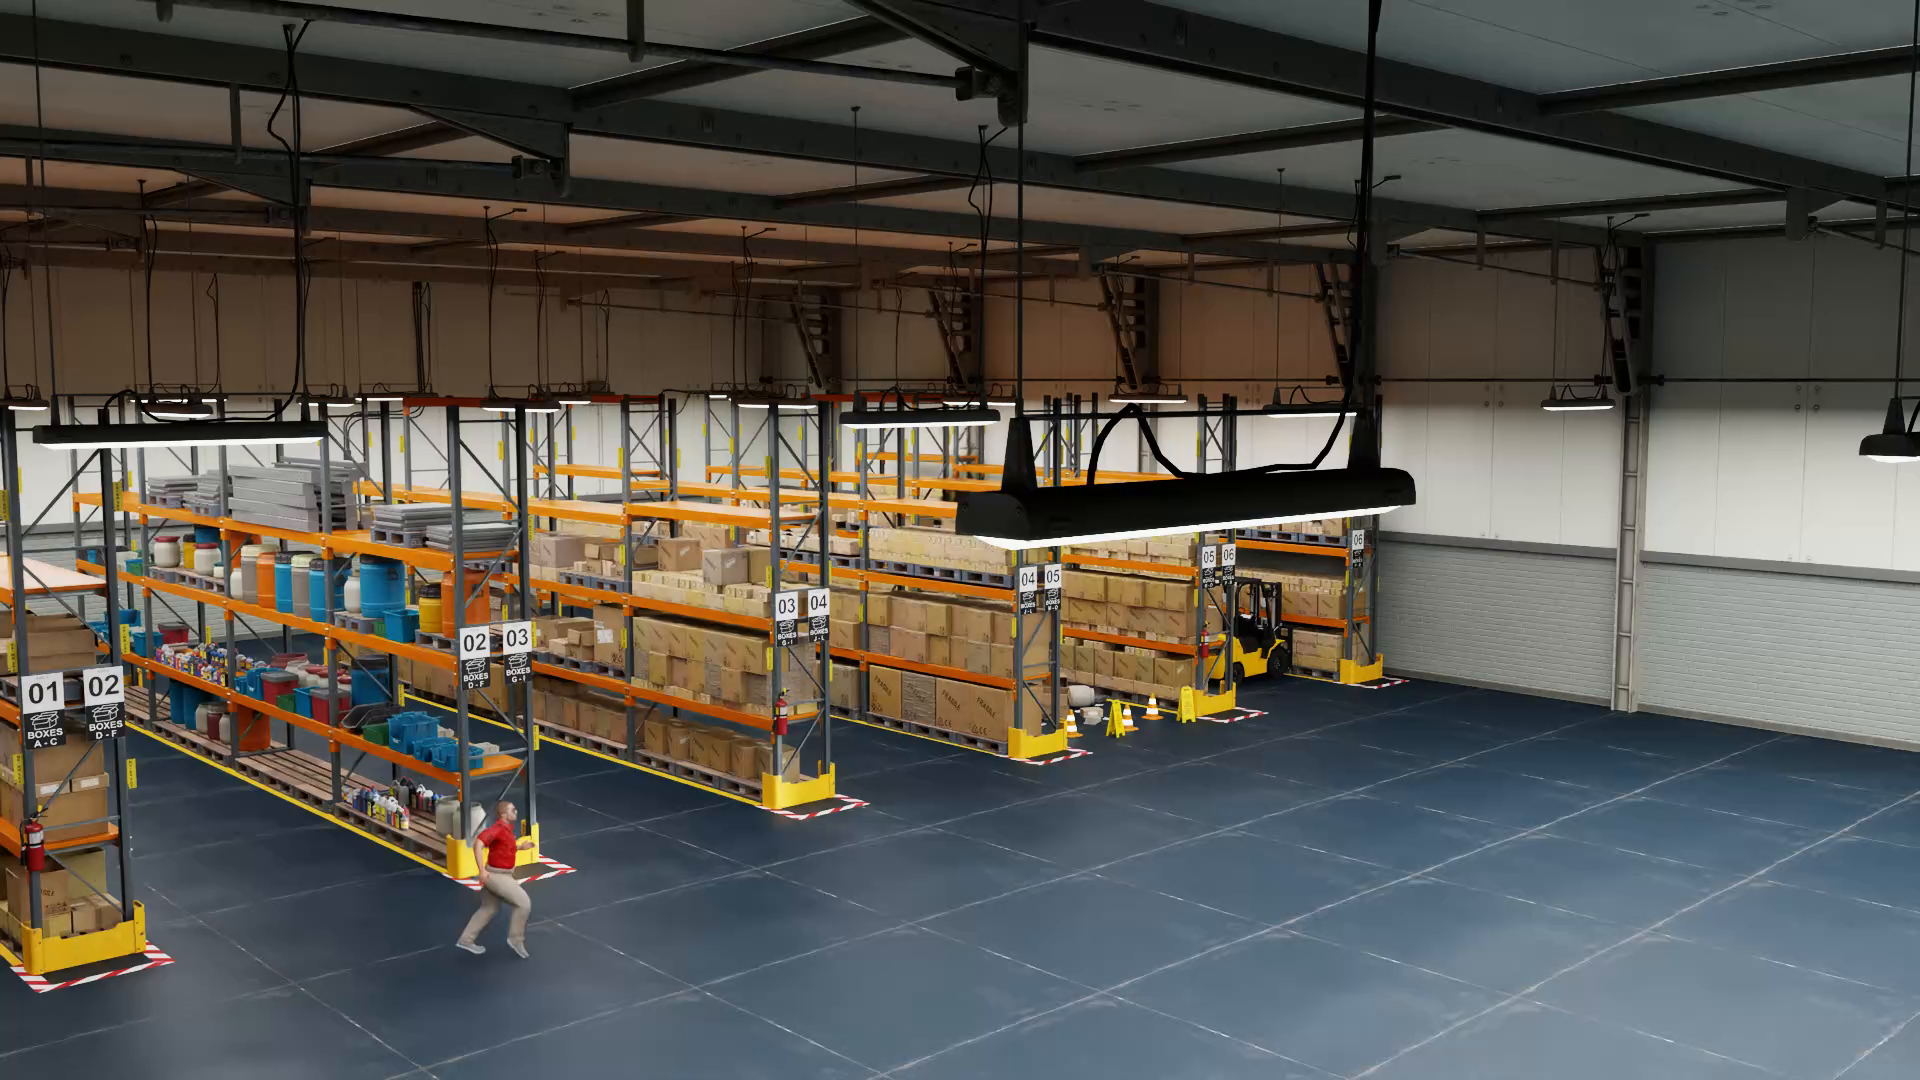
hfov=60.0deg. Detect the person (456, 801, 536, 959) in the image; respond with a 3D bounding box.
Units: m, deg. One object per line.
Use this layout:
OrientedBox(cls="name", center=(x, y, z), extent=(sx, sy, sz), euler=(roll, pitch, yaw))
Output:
OrientedBox(cls="person", center=(-5.071, 3.737, 18.159), extent=(0.876, 1.780, 0.686), euler=(-1, 6, -14))
